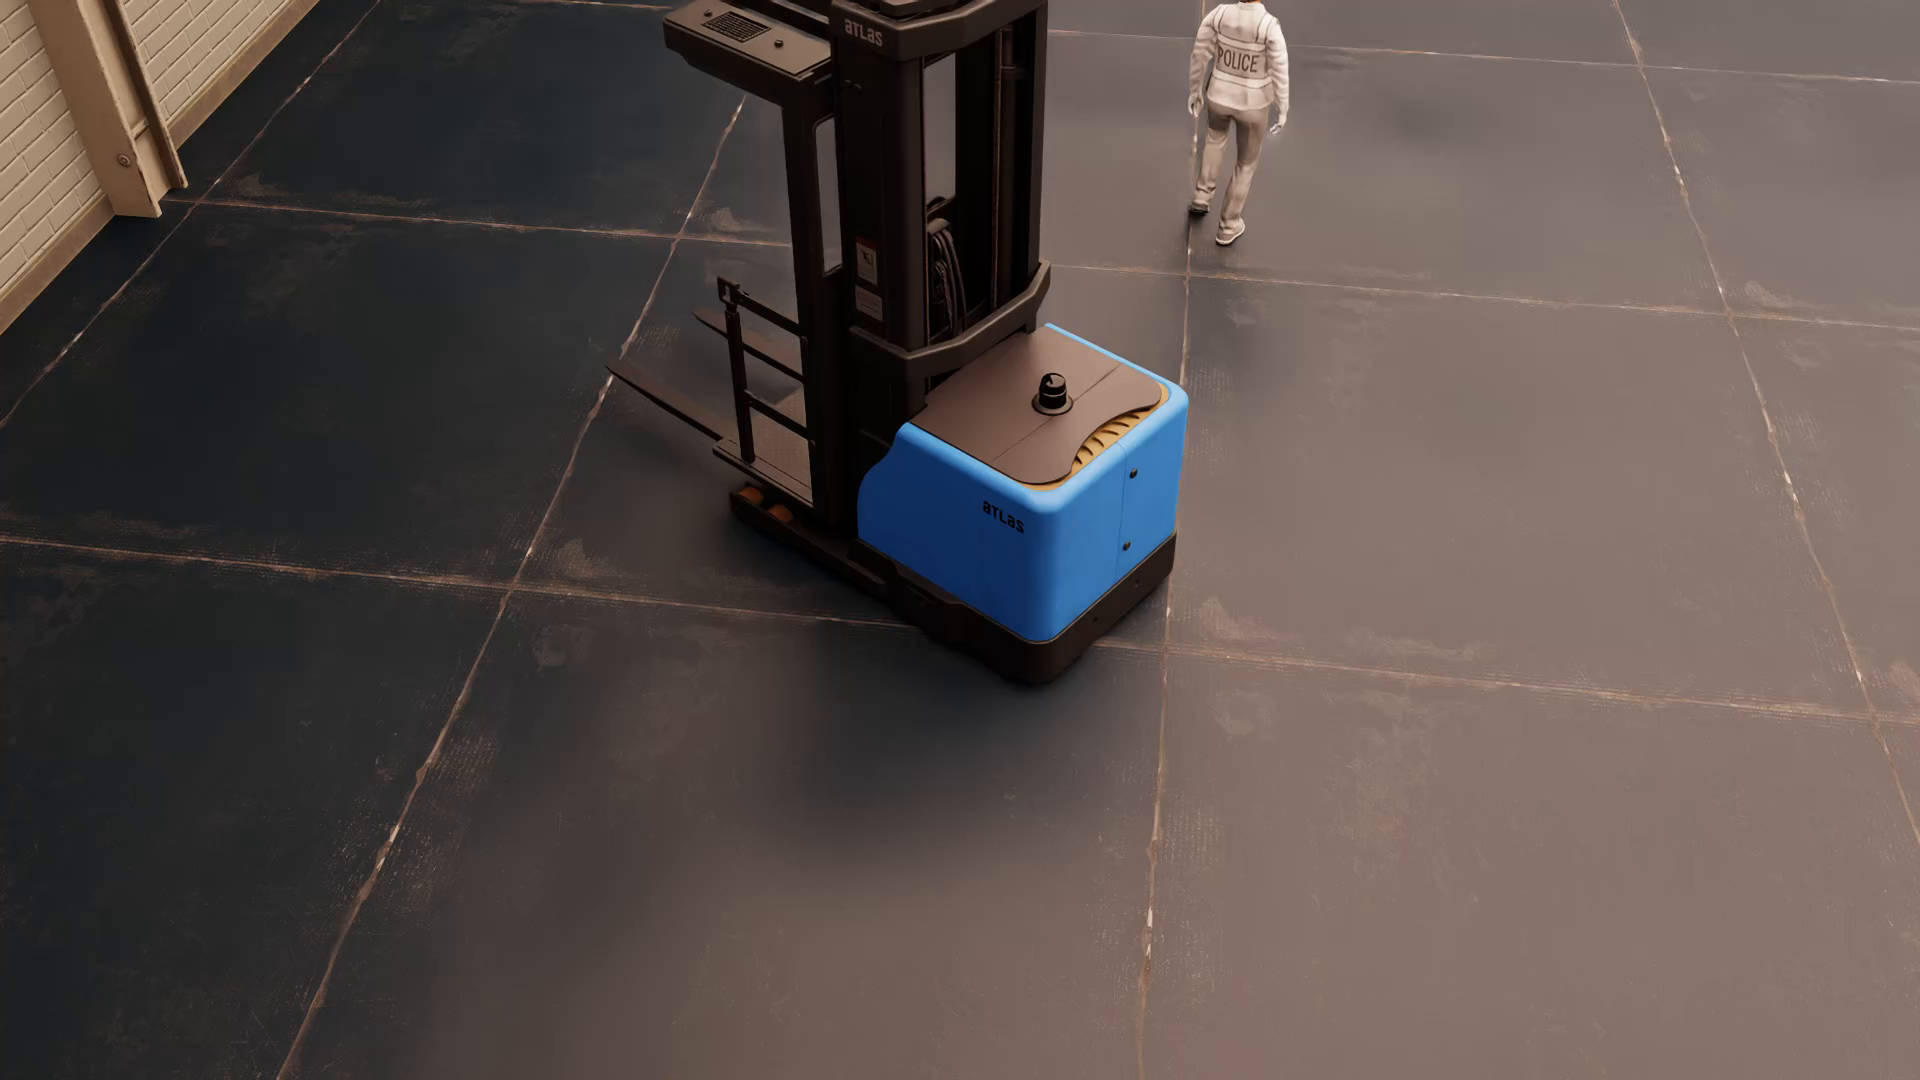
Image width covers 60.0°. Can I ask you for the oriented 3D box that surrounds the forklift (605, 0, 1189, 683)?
[{"bbox_3d":[-0.464,-1.323,7.165,3.031,2.935,1.130,30,51,29],"label":"forklift"}]

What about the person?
[{"bbox_3d":[1.582,-2.477,9.398,0.595,1.693,0.462,22,47,22],"label":"person"}]
